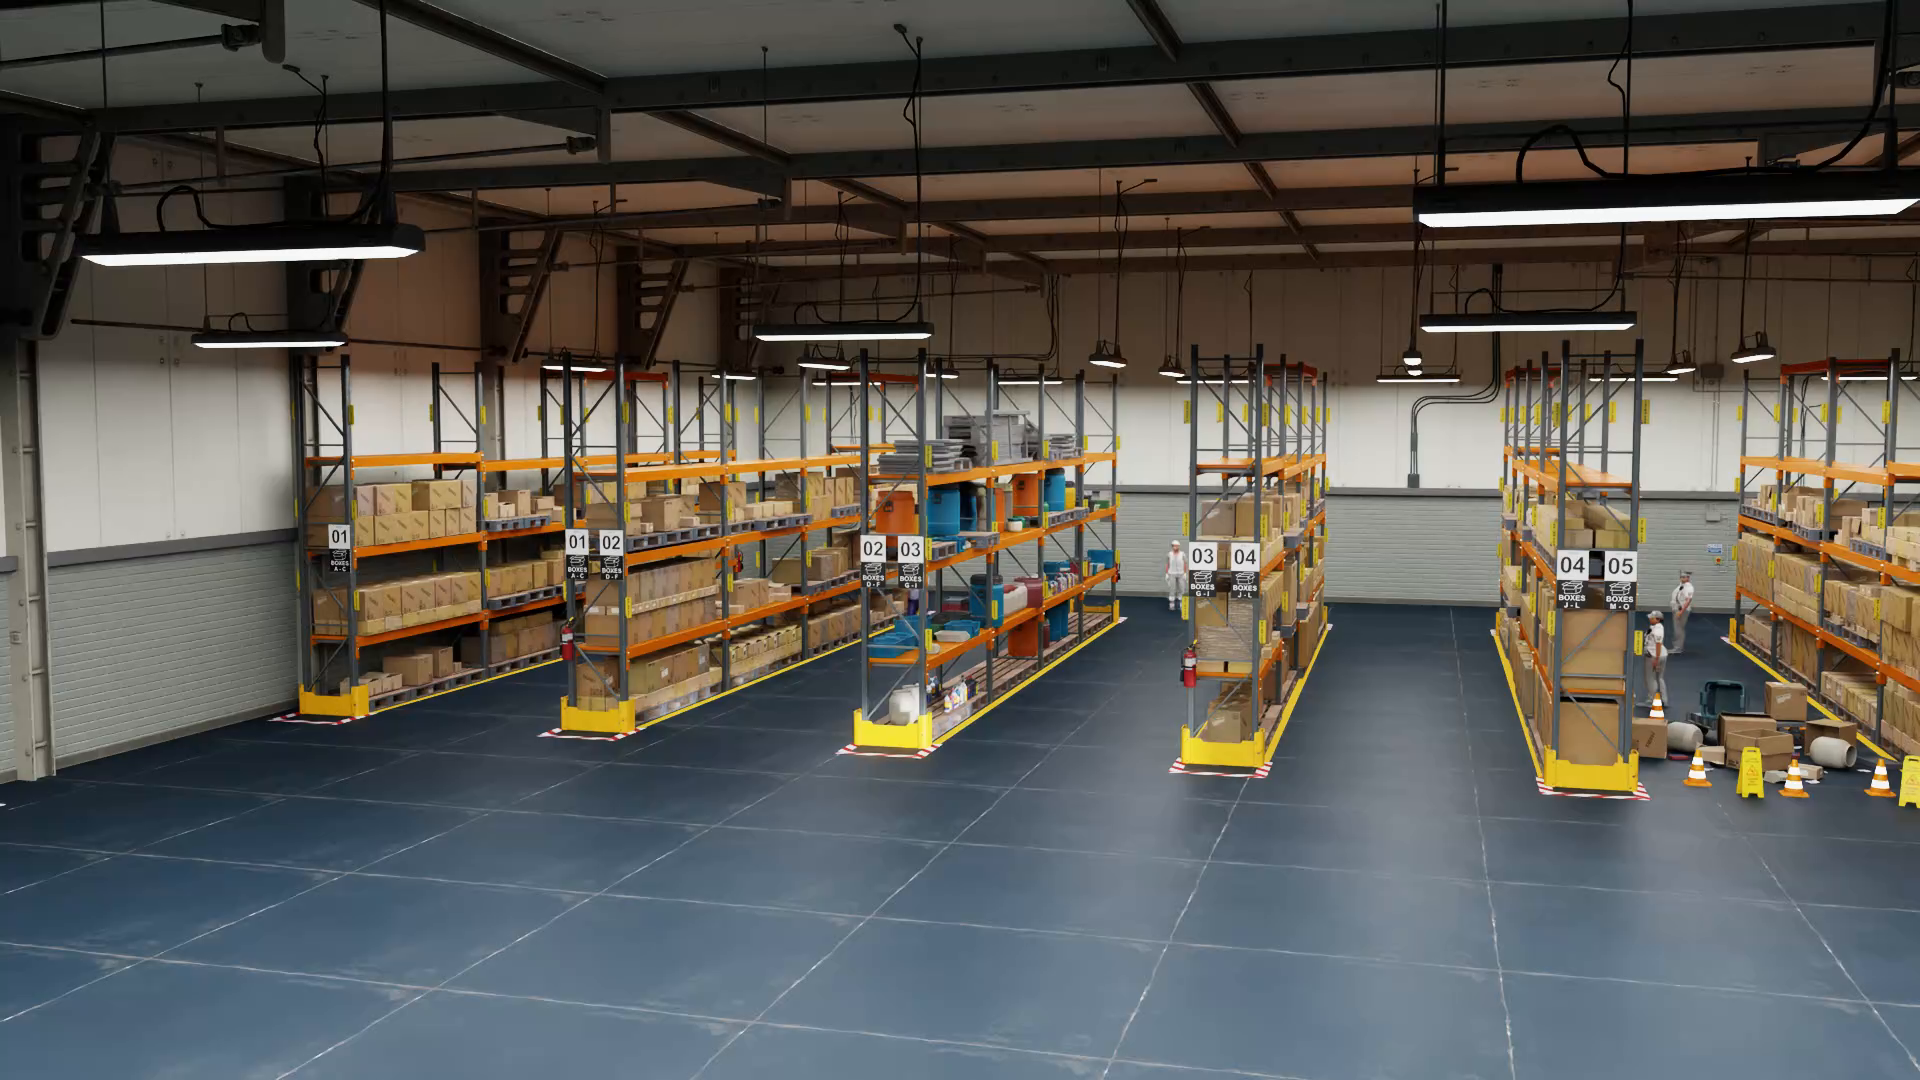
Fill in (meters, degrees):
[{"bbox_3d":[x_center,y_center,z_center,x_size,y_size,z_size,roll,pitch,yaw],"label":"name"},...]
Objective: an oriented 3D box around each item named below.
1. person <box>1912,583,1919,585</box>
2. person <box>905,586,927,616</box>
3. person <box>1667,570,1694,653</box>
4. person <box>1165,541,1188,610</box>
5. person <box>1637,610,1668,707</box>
[{"bbox_3d":[21.355,1.331,37.162,0.643,1.740,0.604,1,4,13],"label":"person"},{"bbox_3d":[-0.972,1.438,36.864,0.514,1.591,0.944,1,4,9],"label":"person"},{"bbox_3d":[15.138,1.522,34.991,0.518,1.788,0.586,1,4,16],"label":"person"},{"bbox_3d":[5.546,0.916,42.535,0.555,1.811,0.394,-1,4,-11],"label":"person"},{"bbox_3d":[11.942,2.040,28.568,0.430,1.668,0.509,4,6,42],"label":"person"}]
